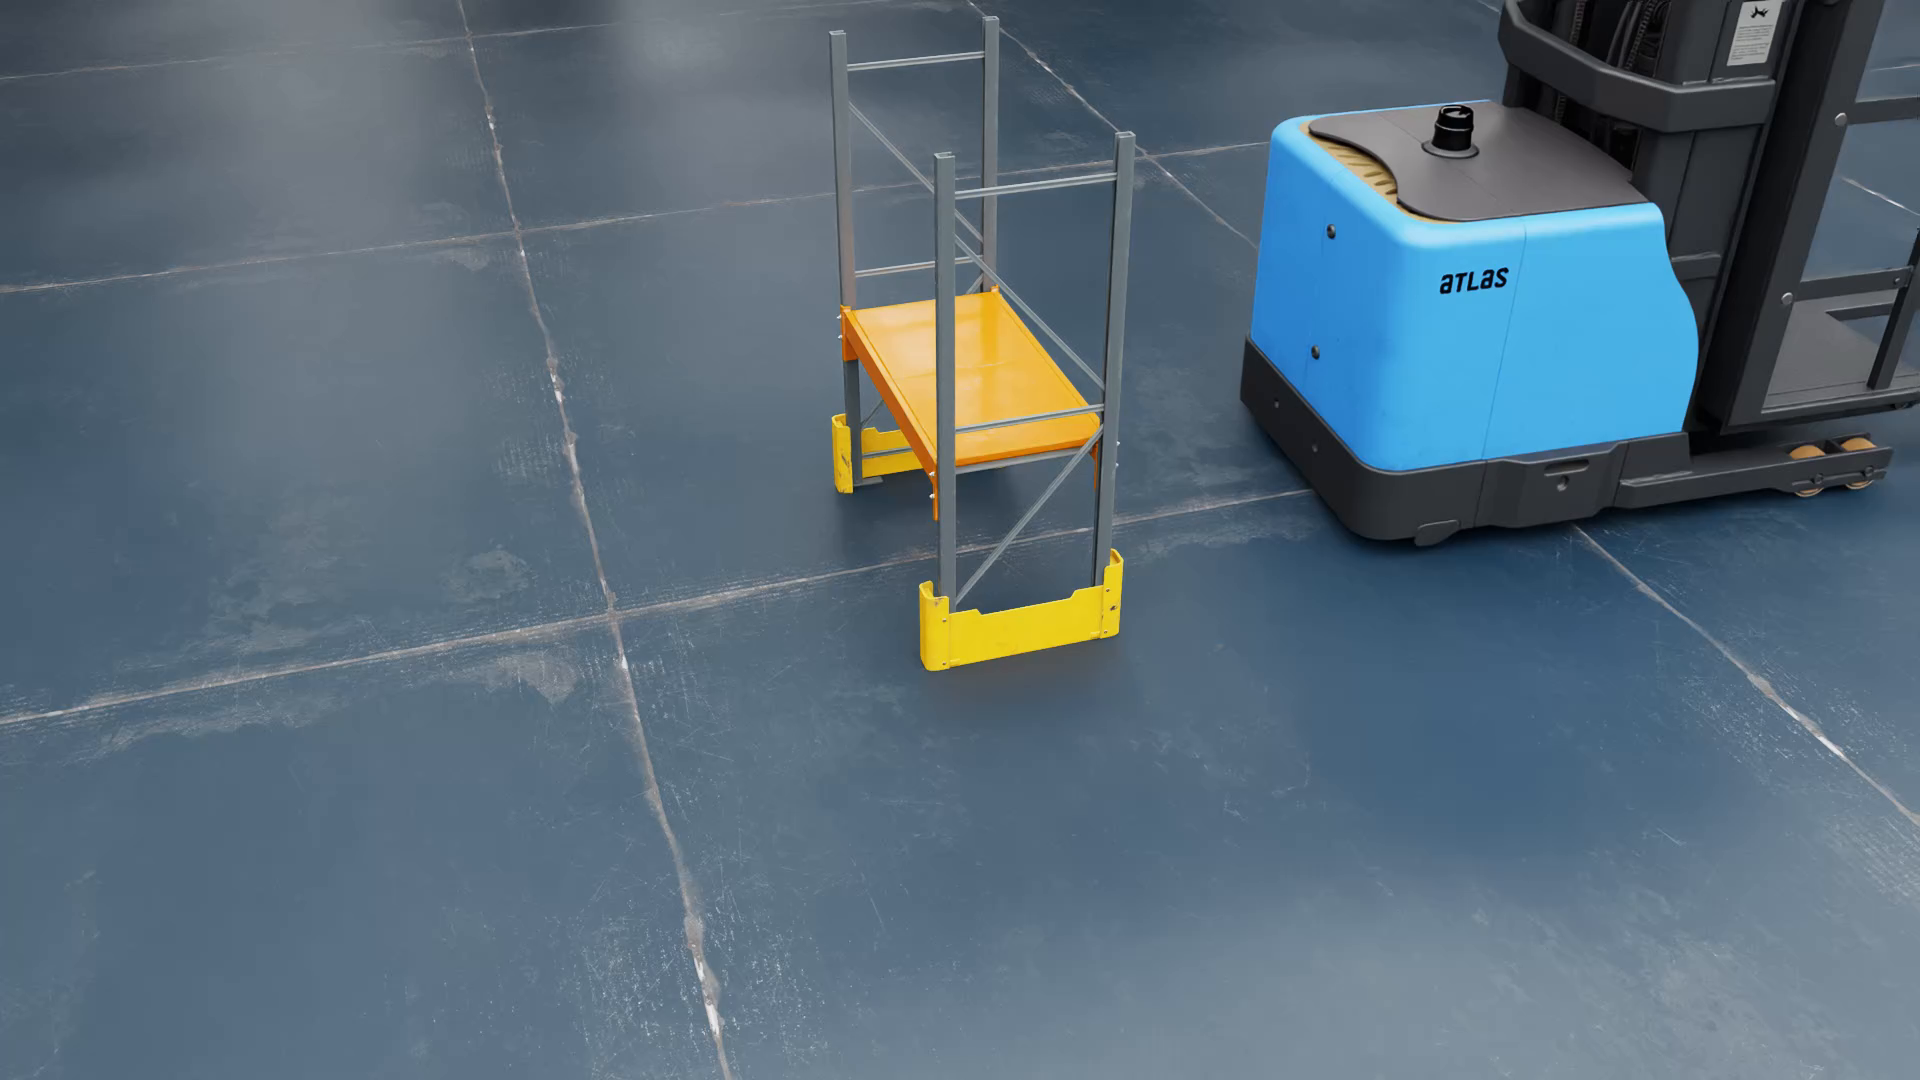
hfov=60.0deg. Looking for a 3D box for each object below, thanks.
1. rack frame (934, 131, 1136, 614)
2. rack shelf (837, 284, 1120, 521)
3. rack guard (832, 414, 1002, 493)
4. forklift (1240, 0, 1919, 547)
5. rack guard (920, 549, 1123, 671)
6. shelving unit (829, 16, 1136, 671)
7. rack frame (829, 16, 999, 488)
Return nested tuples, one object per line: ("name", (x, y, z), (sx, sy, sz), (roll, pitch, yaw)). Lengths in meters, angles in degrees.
("rack frame", (0.181, -0.314, 4.365), (0.500, 1.500, 0.032), (-10, 35, -15))
("rack shelf", (0.026, -0.431, 4.868), (0.538, 0.185, 1.000), (-10, 35, -15))
("rack guard", (-0.129, -0.326, 5.516), (0.587, 0.250, 0.087), (-10, 35, -15))
("forklift", (2.564, -1.638, 5.070), (3.031, 2.935, 1.130), (-8, 34, -12))
("rack guard", (0.175, 0.197, 4.725), (0.587, 0.250, 0.087), (-10, 35, -15))
("shelving unit", (0.023, -0.586, 4.776), (0.587, 1.500, 1.083), (-10, 35, -15))
("rack frame", (-0.129, -0.848, 5.173), (0.500, 1.500, 0.032), (-10, 35, -15))
